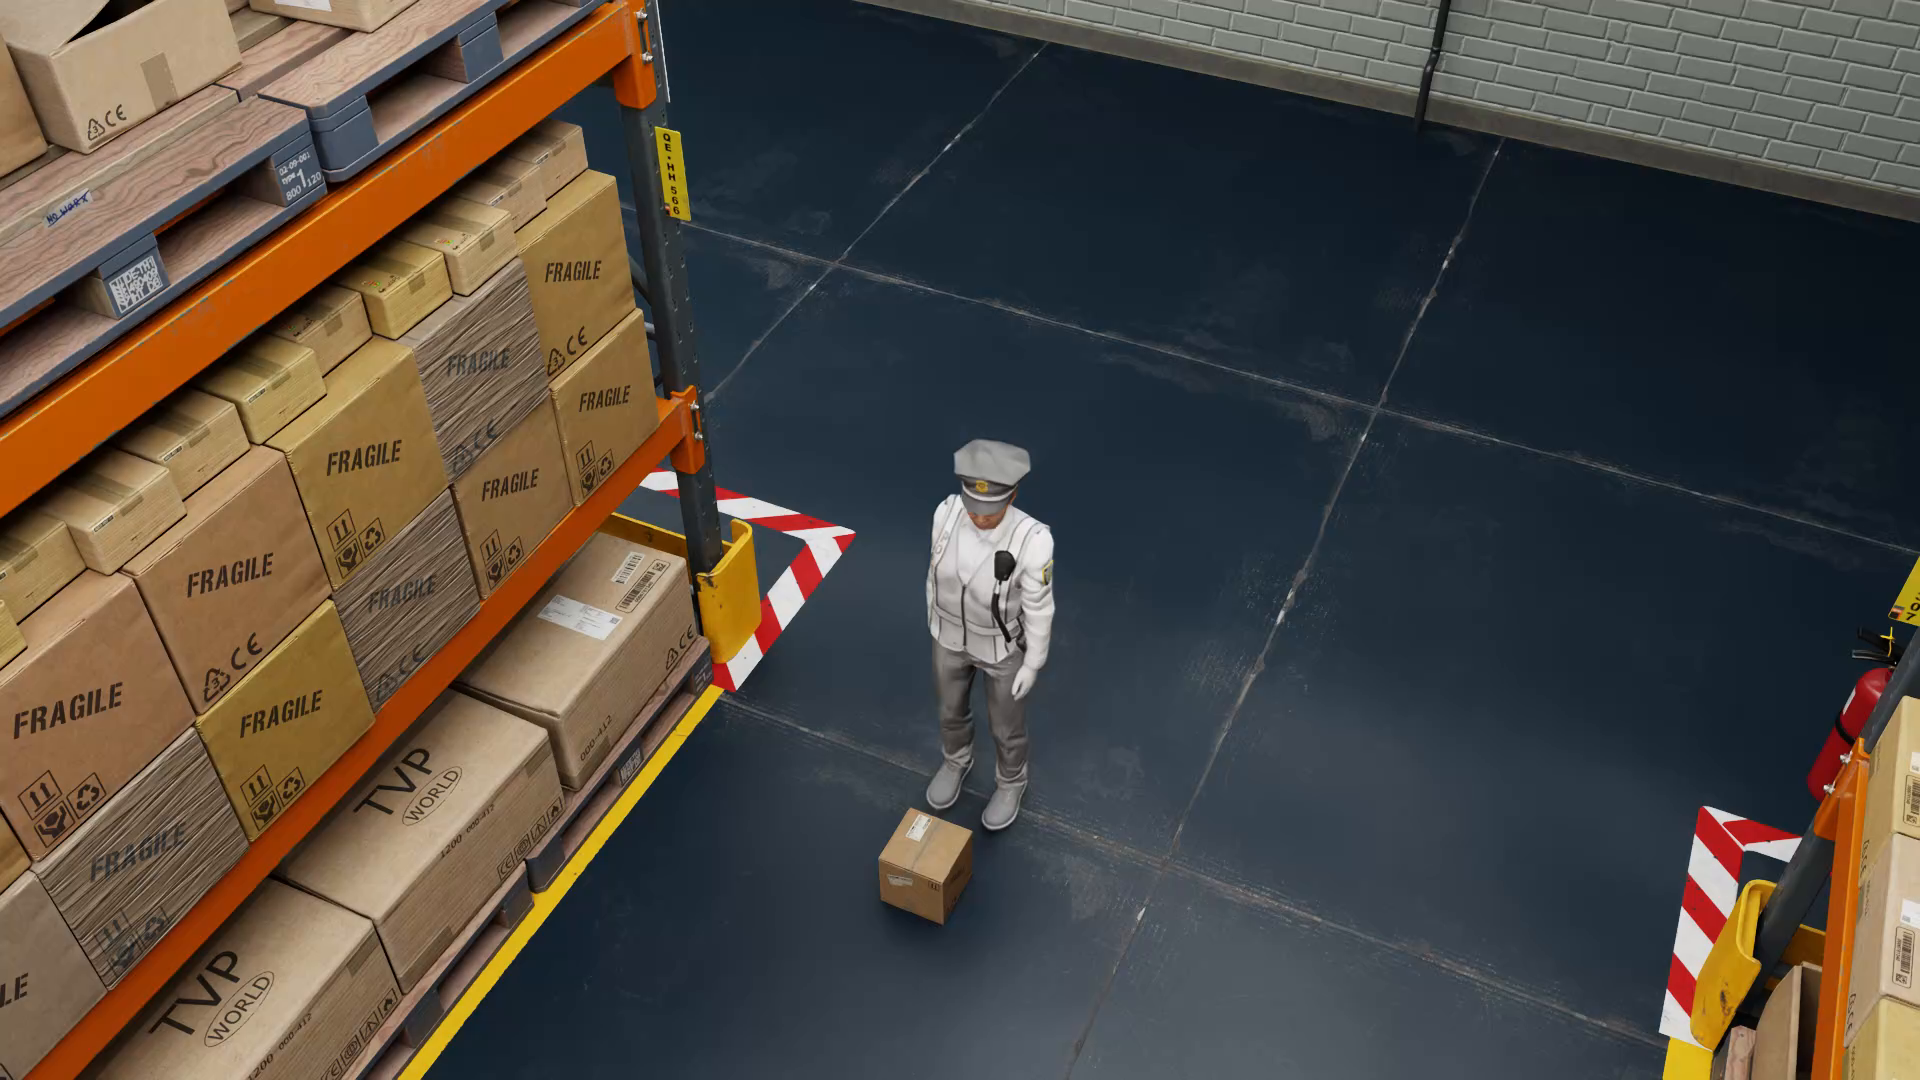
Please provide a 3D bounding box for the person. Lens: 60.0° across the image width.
[{"bbox_3d":[0.088,0.364,5.762,0.469,1.663,0.329,18,45,19],"label":"person"}]
